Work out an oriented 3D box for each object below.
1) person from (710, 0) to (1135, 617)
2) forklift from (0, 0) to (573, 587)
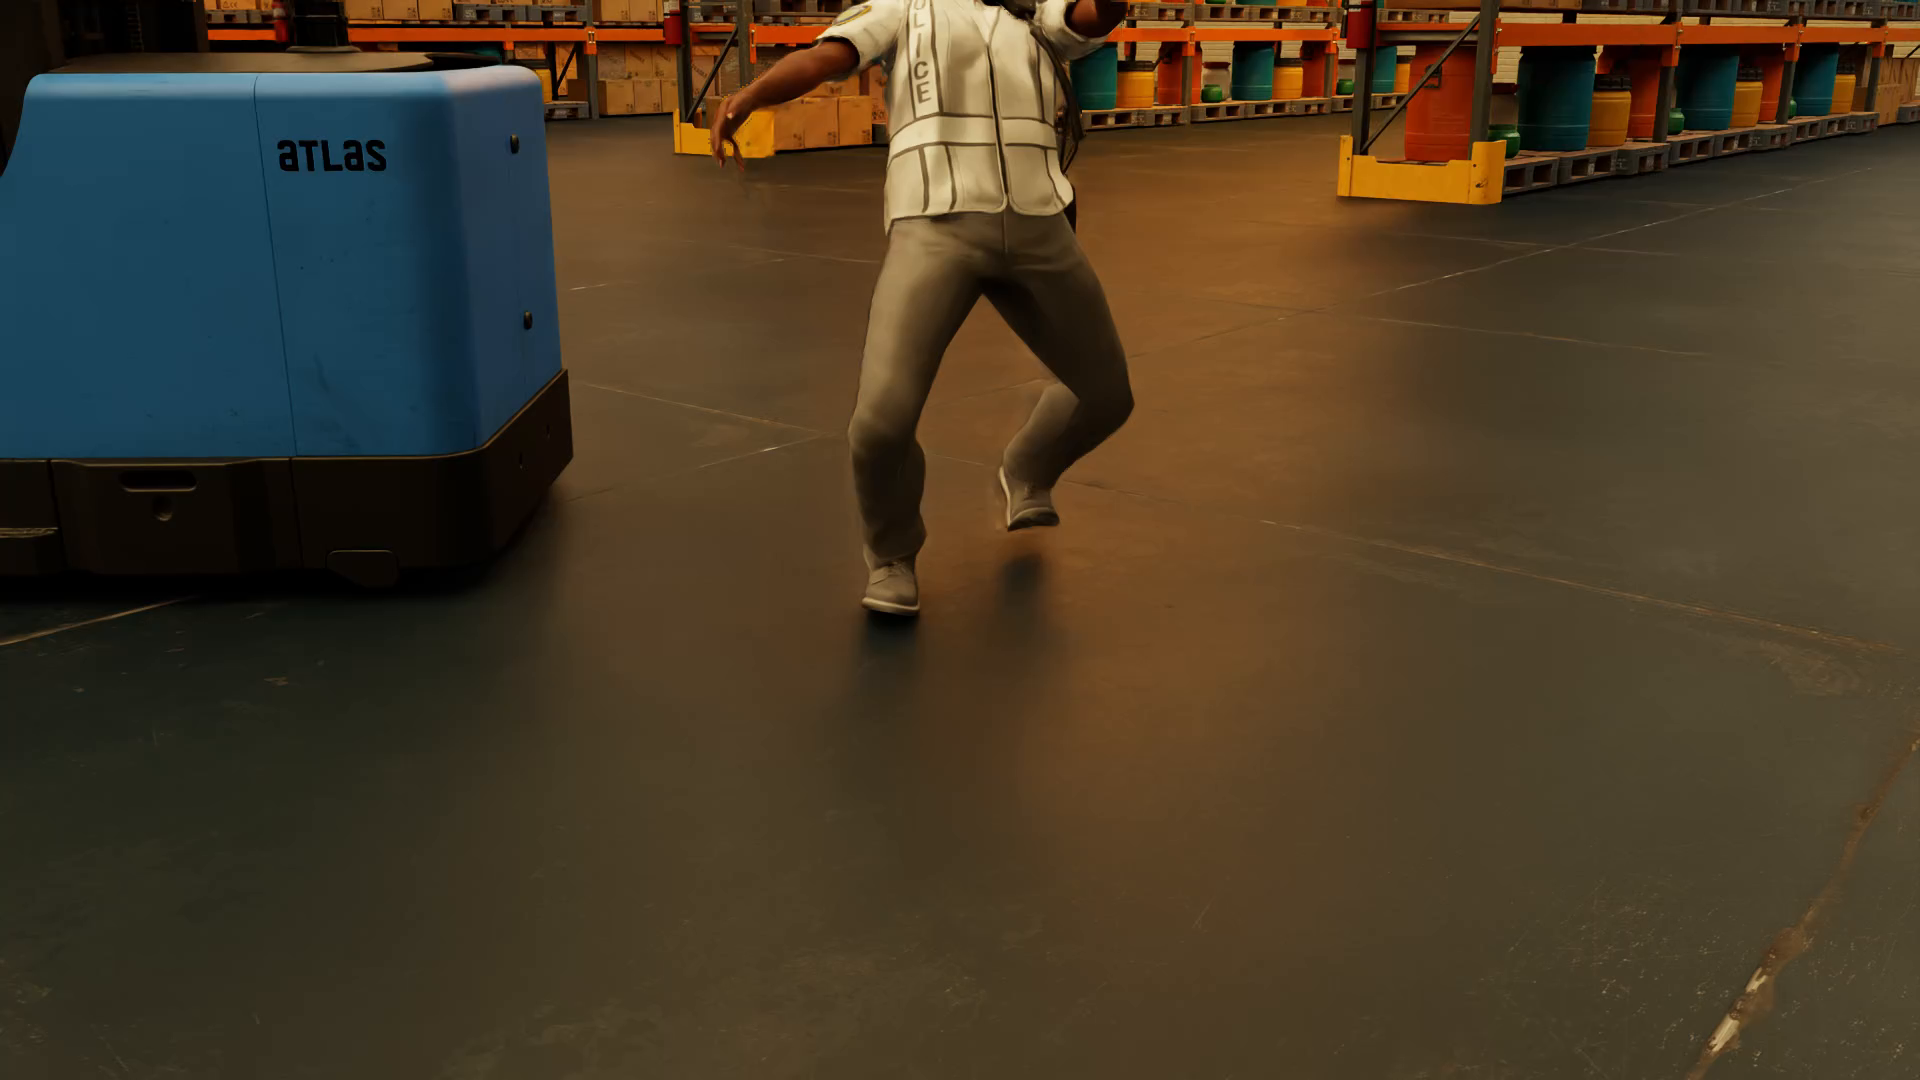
[{"bbox_3d":[-0.064,-0.587,3.306,0.962,1.472,0.760,-10,19,-29],"label":"person"},{"bbox_3d":[-2.528,-1.415,3.558,3.031,2.935,1.130,0,17,-2],"label":"forklift"}]
